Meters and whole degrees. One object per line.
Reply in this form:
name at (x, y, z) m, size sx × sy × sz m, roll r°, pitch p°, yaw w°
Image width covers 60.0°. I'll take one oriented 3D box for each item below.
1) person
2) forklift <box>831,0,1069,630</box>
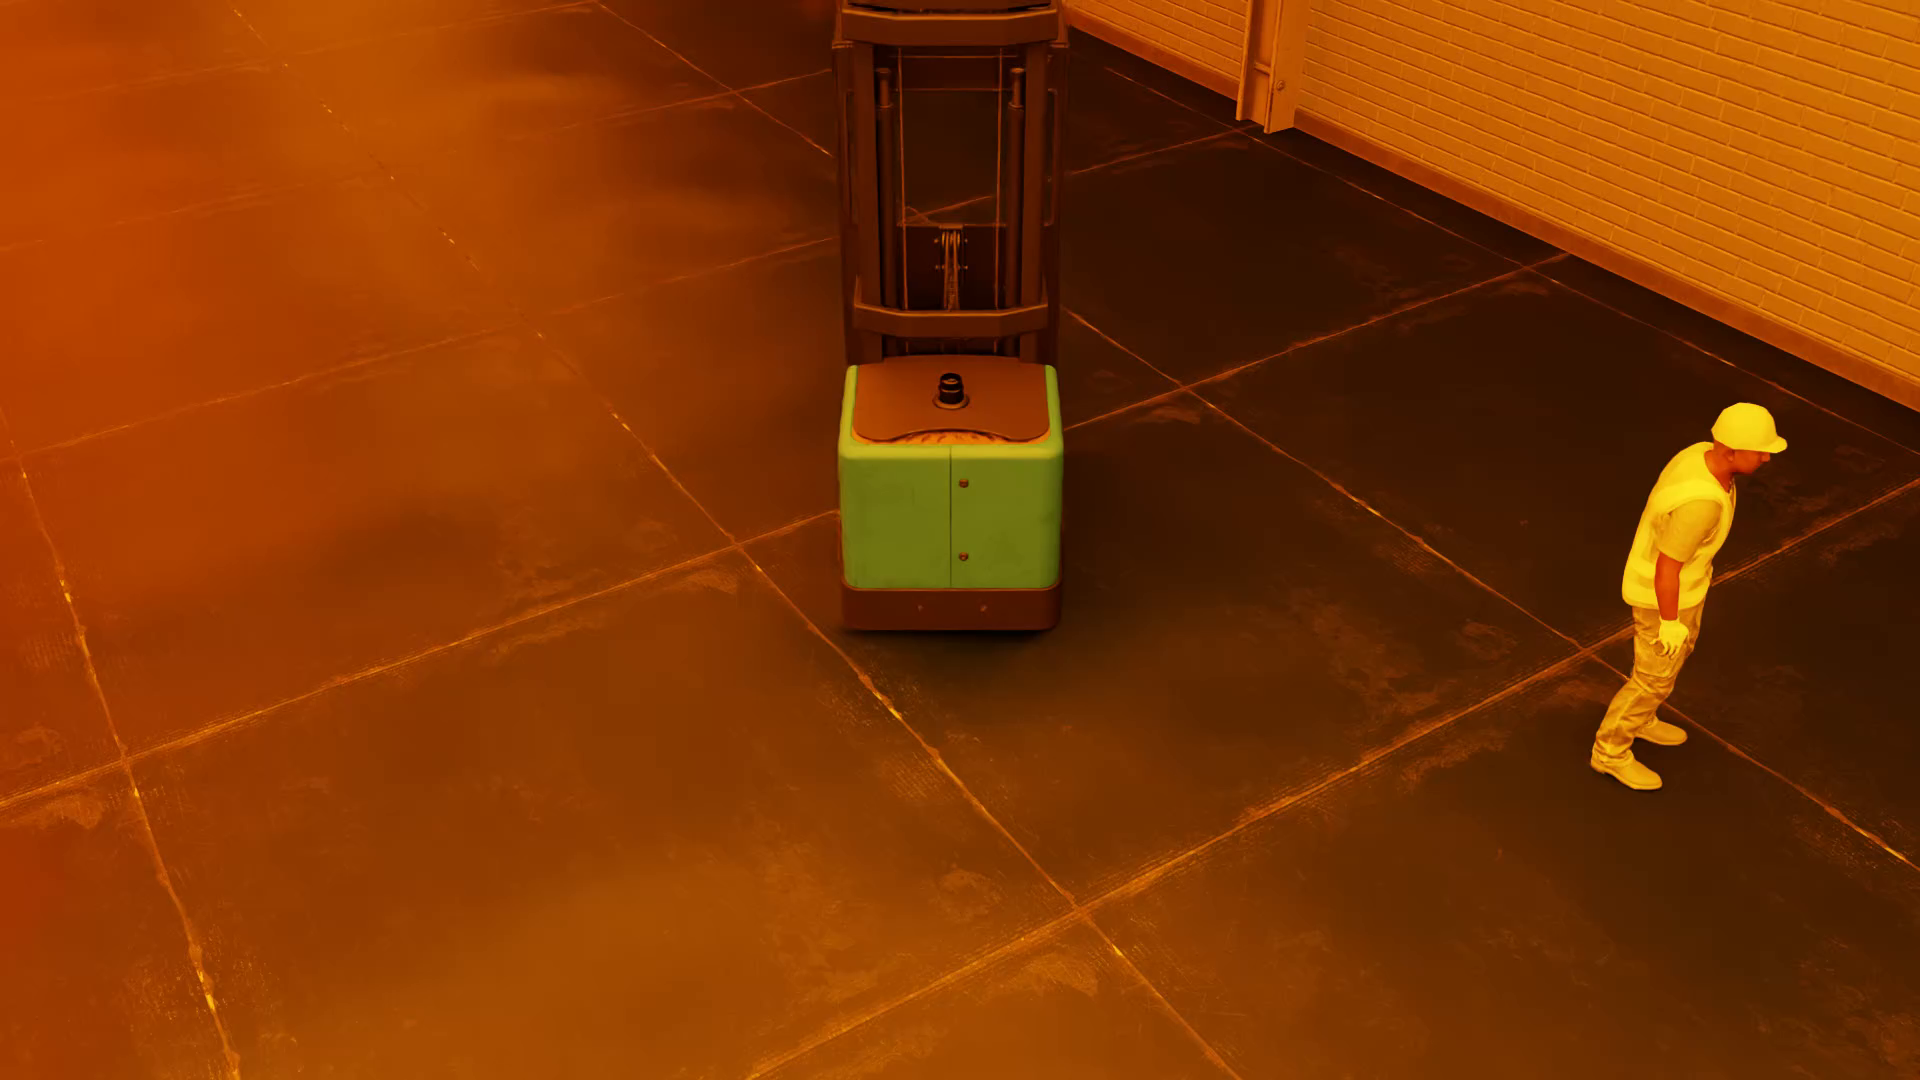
person at (2.959, 0.211, 6.858) m, size 0.436 × 1.774 × 0.621 m, roll 18°, pitch 39°, yaw 24°
forklift at (-0.045, -1.579, 8.395) m, size 1.130 × 2.935 × 3.031 m, roll 0°, pitch 35°, yaw 0°
